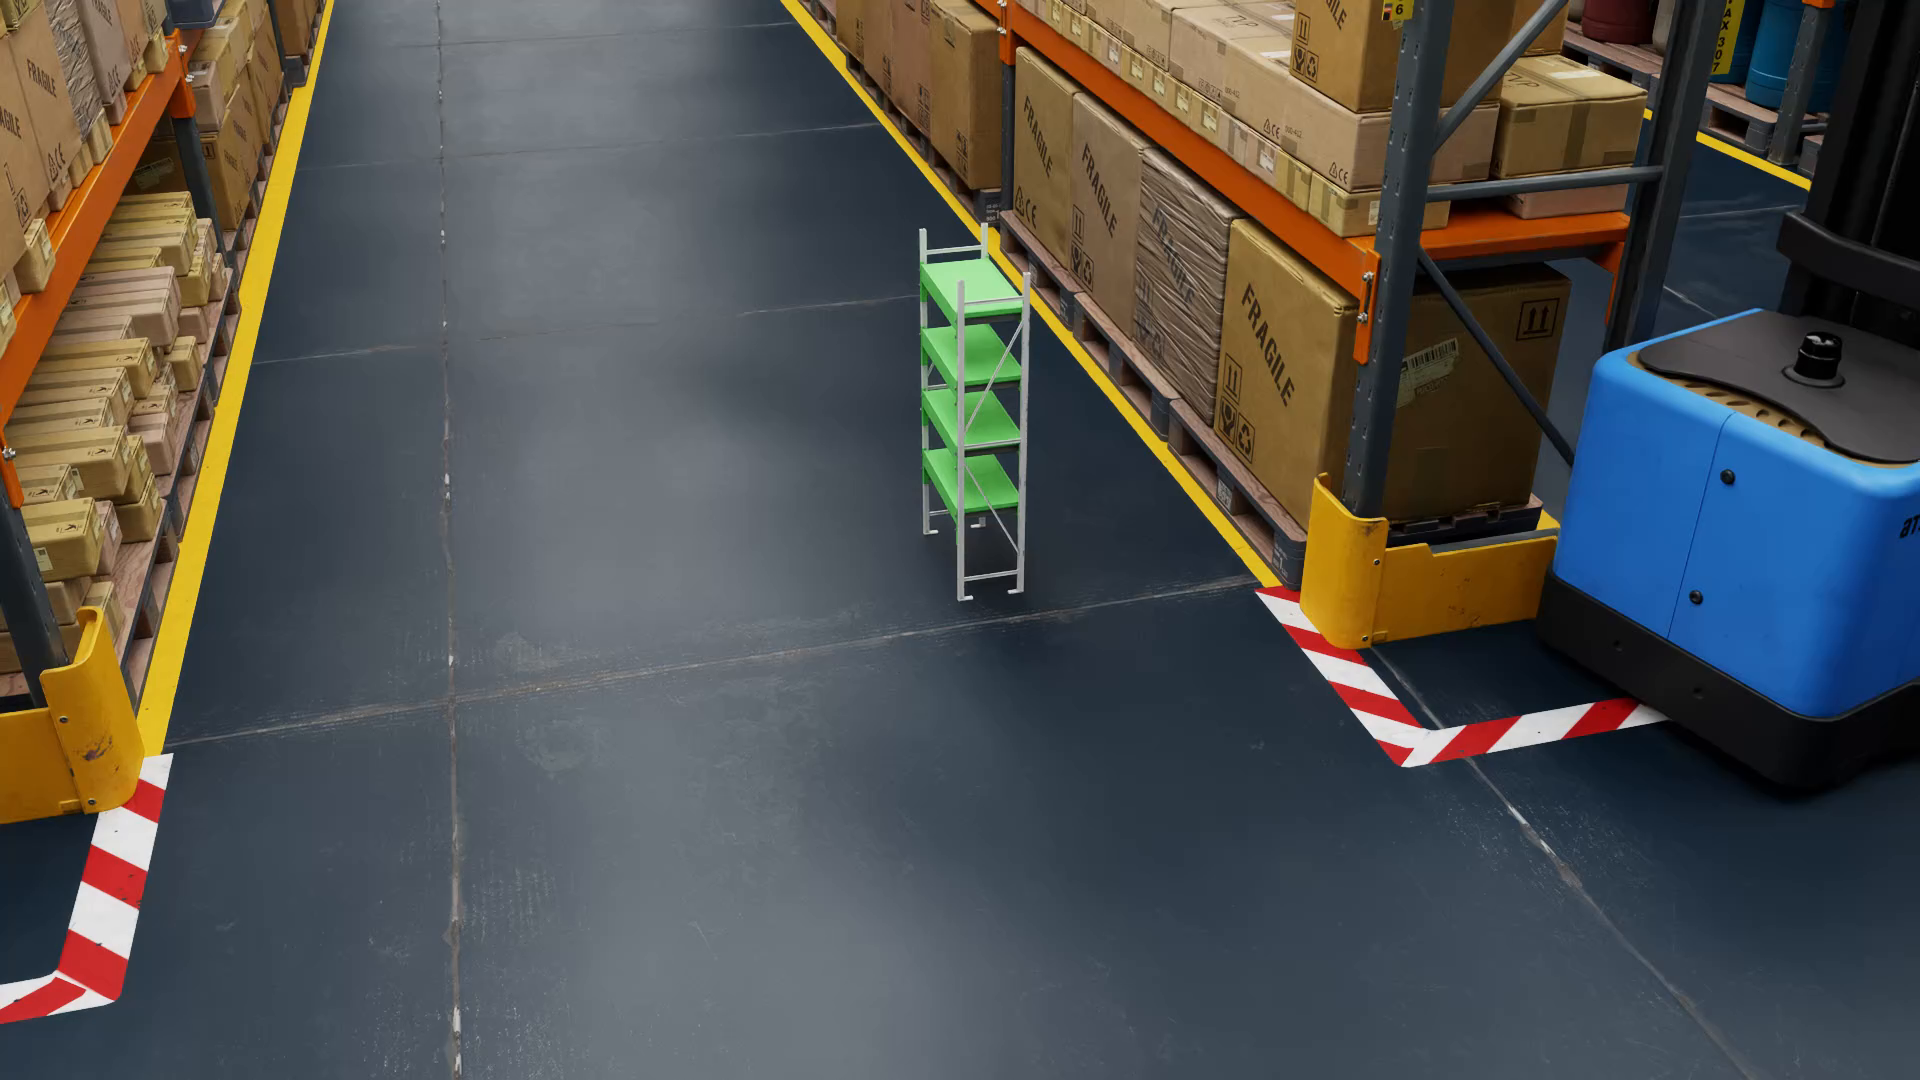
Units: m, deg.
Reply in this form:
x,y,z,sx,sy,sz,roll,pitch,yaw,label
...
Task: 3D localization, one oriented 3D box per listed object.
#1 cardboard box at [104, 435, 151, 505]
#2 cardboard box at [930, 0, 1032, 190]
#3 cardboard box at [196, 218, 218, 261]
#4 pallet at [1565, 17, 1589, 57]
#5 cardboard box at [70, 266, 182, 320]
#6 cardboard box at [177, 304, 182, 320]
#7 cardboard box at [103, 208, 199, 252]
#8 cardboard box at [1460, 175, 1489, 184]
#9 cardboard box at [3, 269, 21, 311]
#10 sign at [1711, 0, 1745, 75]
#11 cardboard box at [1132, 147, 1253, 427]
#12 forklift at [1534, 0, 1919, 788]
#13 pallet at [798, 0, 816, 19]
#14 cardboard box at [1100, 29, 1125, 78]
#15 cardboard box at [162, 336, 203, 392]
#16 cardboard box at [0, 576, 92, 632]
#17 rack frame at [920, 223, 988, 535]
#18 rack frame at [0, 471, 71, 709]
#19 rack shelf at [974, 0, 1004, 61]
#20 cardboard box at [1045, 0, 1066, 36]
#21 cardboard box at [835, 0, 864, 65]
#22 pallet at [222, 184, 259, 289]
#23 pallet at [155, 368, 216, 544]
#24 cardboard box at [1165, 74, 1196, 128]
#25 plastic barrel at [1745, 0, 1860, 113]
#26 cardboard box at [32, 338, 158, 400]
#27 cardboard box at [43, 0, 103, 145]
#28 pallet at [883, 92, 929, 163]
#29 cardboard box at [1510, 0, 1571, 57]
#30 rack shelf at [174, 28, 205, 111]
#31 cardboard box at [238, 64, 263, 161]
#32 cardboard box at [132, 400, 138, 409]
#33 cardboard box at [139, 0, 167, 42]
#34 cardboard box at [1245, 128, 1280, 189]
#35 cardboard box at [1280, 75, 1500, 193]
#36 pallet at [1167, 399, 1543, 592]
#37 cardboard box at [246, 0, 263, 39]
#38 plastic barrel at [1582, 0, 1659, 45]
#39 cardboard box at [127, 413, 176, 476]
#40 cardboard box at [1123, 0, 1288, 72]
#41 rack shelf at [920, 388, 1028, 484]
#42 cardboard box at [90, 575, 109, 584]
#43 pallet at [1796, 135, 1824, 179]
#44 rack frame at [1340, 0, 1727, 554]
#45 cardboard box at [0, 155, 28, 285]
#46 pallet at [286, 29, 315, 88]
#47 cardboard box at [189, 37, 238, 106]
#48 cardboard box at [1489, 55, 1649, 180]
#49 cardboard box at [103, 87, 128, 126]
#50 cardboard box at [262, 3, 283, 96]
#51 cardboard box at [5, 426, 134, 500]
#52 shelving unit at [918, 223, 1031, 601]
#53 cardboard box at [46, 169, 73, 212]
x,y,z,sx,sy,sz,roll,pitch,yaw,label
-3.052,-0.229,5.781,0.380,0.149,0.250,-7,31,-12,cardboard box
0.530,-2.592,9.436,1.225,0.875,0.875,-8,31,-13,cardboard box
-3.700,-1.379,7.769,0.380,0.149,0.250,-7,31,-12,cardboard box
4.682,-4.032,13.005,1.003,0.211,1.213,-8,31,-13,pallet
-3.411,-0.989,6.797,0.380,0.149,0.250,-9,31,-16,cardboard box
-3.556,-0.989,7.094,0.380,0.149,0.250,-8,31,-13,cardboard box
-3.639,-1.363,7.443,0.380,0.149,0.250,-7,31,-13,cardboard box
1.935,-1.322,5.790,0.380,0.149,0.250,-8,31,-14,cardboard box
-2.906,-0.690,4.698,0.380,0.149,0.250,-7,31,-11,cardboard box
2.317,-1.571,5.027,0.100,0.325,0.005,-8,31,-13,sign
1.292,-1.092,6.843,0.875,0.875,0.875,-8,31,-13,cardboard box
3.457,-1.077,5.186,3.031,2.935,1.130,-17,34,-26,forklift
-0.869,-4.714,14.184,1.003,0.211,1.213,-8,31,-13,pallet
0.821,-2.102,7.137,0.380,0.149,0.250,-7,31,-13,cardboard box
-3.383,-0.717,6.920,0.380,0.149,0.250,-8,31,-13,cardboard box
-2.920,0.155,5.117,0.380,0.149,0.250,-7,31,-11,cardboard box
-0.021,-0.557,6.015,0.240,1.200,0.015,-8,31,-13,rack frame
-3.028,-0.481,4.086,1.000,3.000,0.127,-8,31,-13,rack frame
0.188,-3.678,10.328,1.077,0.370,4.000,-8,31,-13,rack shelf
0.617,-2.474,7.780,0.380,0.149,0.250,-7,31,-12,cardboard box
-0.180,-3.881,11.663,1.225,0.875,0.875,-9,31,-16,cardboard box
-4.298,-1.582,8.772,1.003,0.211,1.213,-8,31,-13,pallet
-3.550,-0.296,6.550,1.003,0.211,1.213,-8,31,-13,pallet
1.027,-1.729,6.494,0.380,0.149,0.250,-8,31,-13,cardboard box
5.366,-3.221,10.495,0.600,0.901,0.708,-8,31,-13,plastic barrel
-3.208,-0.617,6.155,0.380,0.149,0.250,-7,31,-13,cardboard box
-3.307,-1.645,5.701,0.500,0.500,0.500,-9,31,-15,cardboard box
0.114,-2.769,10.824,1.003,0.211,1.213,-8,31,-13,pallet
1.781,-1.989,5.796,0.500,0.500,0.500,-9,31,-14,cardboard box
-4.621,-3.067,9.273,1.077,0.370,4.000,-8,31,-13,rack shelf
-4.325,-2.411,9.498,0.500,0.500,0.500,-7,31,-12,cardboard box
-3.388,-0.602,6.425,0.380,0.149,0.250,-6,31,-11,cardboard box
-3.689,-2.389,6.986,0.500,0.500,0.500,-8,31,-13,cardboard box
1.232,-1.358,5.853,0.380,0.149,0.250,-8,31,-13,cardboard box
1.396,-1.354,5.448,0.500,0.250,0.500,-8,31,-14,cardboard box
1.493,-0.260,6.489,1.003,0.211,1.213,-8,31,-13,pallet
-4.573,-3.231,10.166,0.500,0.250,0.500,-7,31,-13,cardboard box
4.879,-3.972,12.107,0.600,0.588,0.708,-8,31,-13,plastic barrel
-3.184,-0.339,6.269,0.380,0.149,0.250,-9,31,-16,cardboard box
0.984,-2.096,6.730,0.500,0.250,0.500,-8,31,-13,cardboard box
0.044,-0.384,5.843,0.258,0.148,0.480,-8,31,-13,rack shelf
-3.007,0.160,5.406,0.380,0.149,0.250,-8,31,-13,cardboard box
5.727,-2.125,9.711,1.003,0.211,1.213,-8,31,-13,pallet
1.781,-1.091,5.141,1.000,3.000,0.127,-8,31,-13,rack frame
-2.881,-0.906,4.425,0.500,0.500,0.500,-6,31,-11,cardboard box
-5.288,-3.529,12.135,1.003,0.211,1.213,-8,31,-13,pallet
-4.175,-2.486,8.878,0.500,0.250,0.500,-7,31,-12,cardboard box
1.913,-1.423,5.567,0.500,0.250,0.500,-9,31,-15,cardboard box
-3.456,-1.695,6.435,0.380,0.149,0.250,-9,31,-15,cardboard box
-4.725,-3.161,10.794,0.500,0.500,0.500,-8,31,-14,cardboard box
-2.972,-0.240,5.504,0.380,0.149,0.250,-8,31,-13,cardboard box
0.044,-0.439,5.811,0.258,1.200,0.503,-8,31,-13,shelving unit
-3.213,-1.191,5.564,0.380,0.149,0.250,-8,31,-14,cardboard box
